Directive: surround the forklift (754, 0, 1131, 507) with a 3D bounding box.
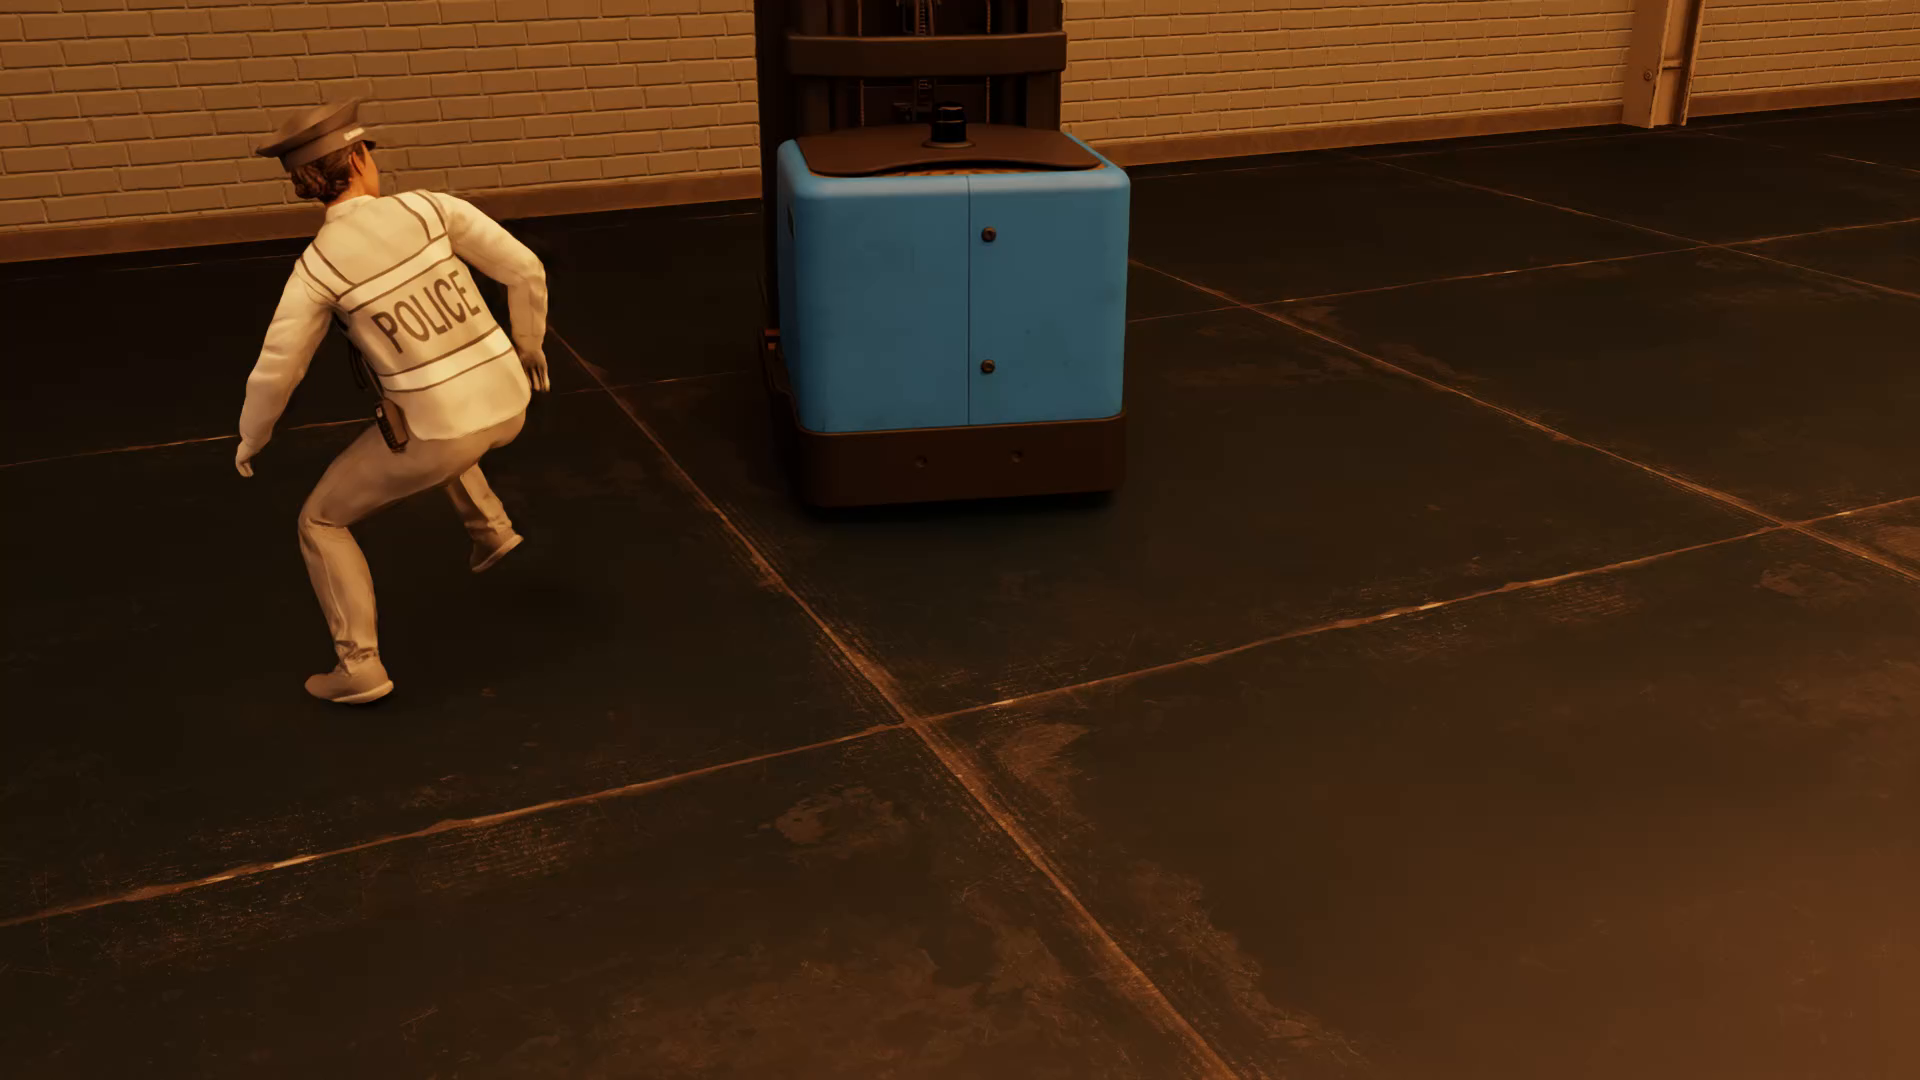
[{"bbox_3d":[-0.220,-1.987,6.070,1.130,2.935,3.031,-4,23,-9],"label":"forklift"}]

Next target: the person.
[{"bbox_3d":[-1.402,-0.362,4.170,0.624,1.456,0.744,17,28,35],"label":"person"}]
